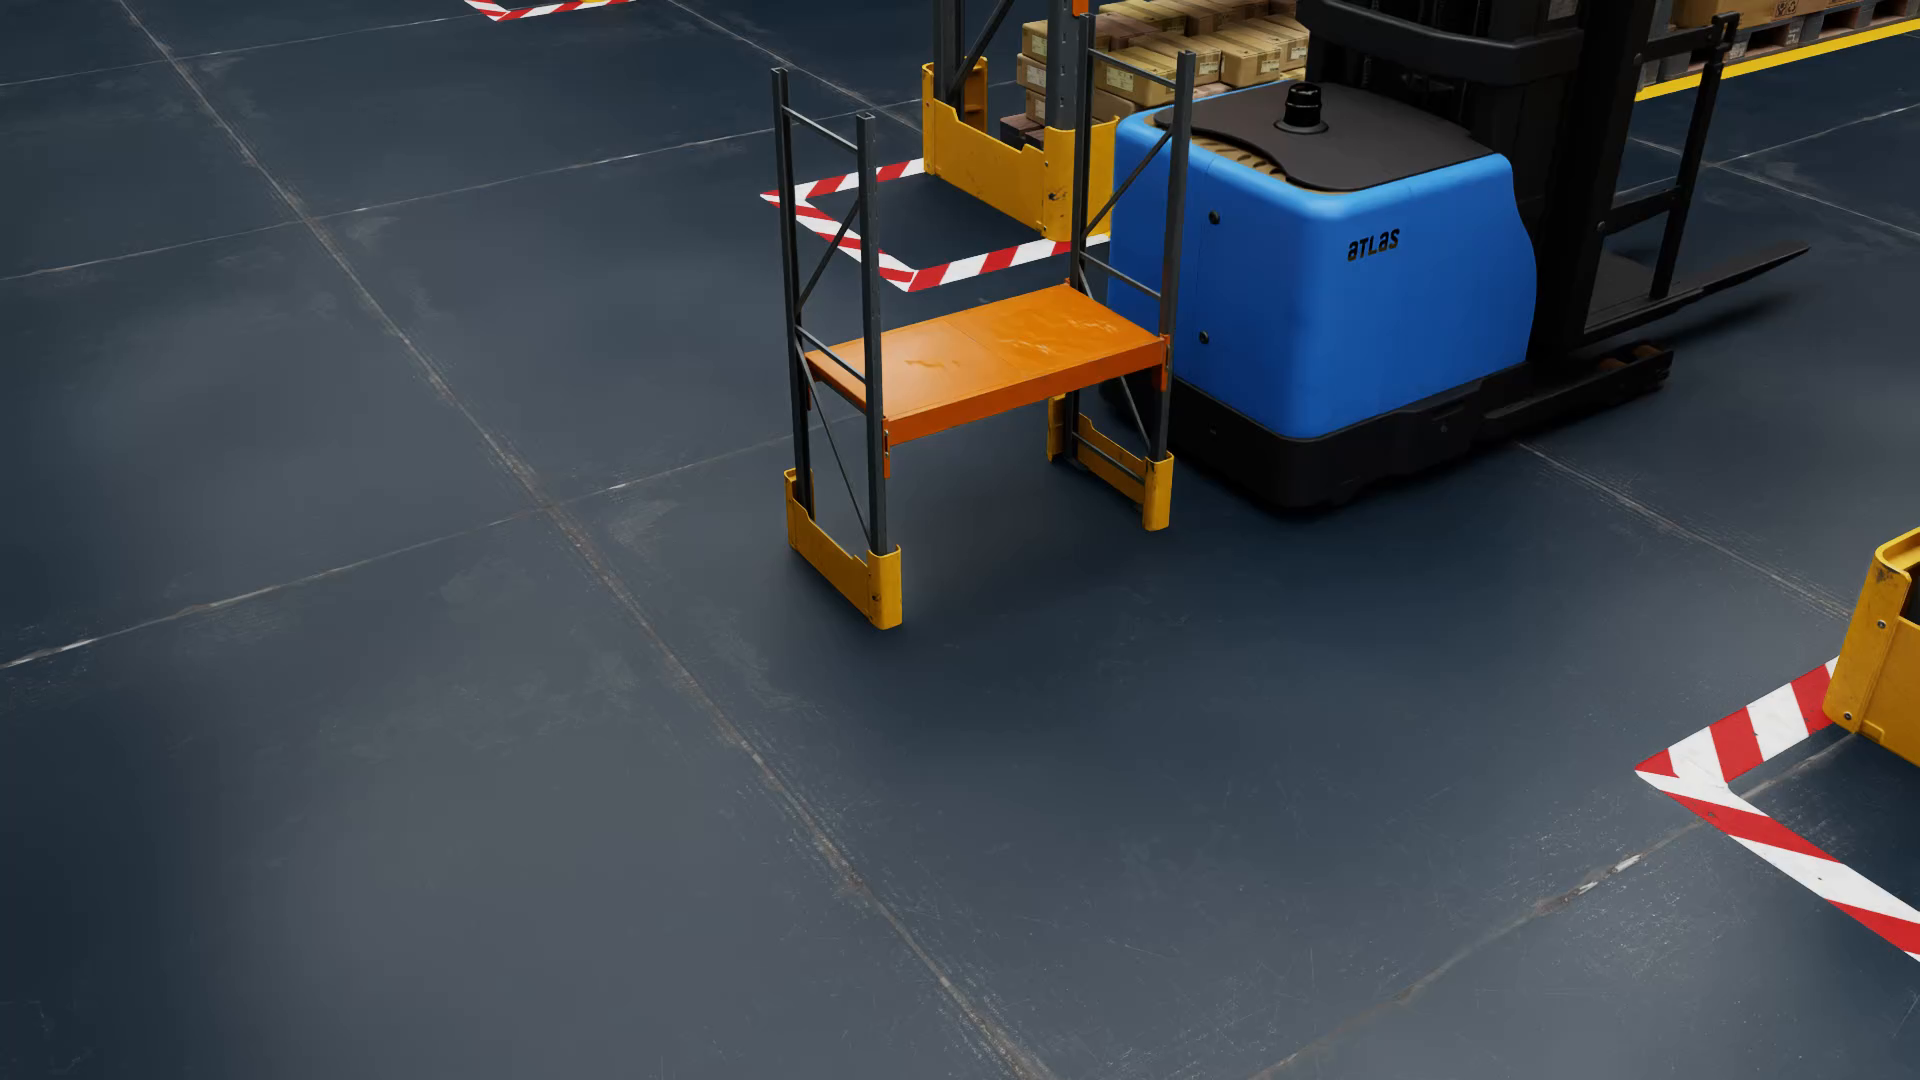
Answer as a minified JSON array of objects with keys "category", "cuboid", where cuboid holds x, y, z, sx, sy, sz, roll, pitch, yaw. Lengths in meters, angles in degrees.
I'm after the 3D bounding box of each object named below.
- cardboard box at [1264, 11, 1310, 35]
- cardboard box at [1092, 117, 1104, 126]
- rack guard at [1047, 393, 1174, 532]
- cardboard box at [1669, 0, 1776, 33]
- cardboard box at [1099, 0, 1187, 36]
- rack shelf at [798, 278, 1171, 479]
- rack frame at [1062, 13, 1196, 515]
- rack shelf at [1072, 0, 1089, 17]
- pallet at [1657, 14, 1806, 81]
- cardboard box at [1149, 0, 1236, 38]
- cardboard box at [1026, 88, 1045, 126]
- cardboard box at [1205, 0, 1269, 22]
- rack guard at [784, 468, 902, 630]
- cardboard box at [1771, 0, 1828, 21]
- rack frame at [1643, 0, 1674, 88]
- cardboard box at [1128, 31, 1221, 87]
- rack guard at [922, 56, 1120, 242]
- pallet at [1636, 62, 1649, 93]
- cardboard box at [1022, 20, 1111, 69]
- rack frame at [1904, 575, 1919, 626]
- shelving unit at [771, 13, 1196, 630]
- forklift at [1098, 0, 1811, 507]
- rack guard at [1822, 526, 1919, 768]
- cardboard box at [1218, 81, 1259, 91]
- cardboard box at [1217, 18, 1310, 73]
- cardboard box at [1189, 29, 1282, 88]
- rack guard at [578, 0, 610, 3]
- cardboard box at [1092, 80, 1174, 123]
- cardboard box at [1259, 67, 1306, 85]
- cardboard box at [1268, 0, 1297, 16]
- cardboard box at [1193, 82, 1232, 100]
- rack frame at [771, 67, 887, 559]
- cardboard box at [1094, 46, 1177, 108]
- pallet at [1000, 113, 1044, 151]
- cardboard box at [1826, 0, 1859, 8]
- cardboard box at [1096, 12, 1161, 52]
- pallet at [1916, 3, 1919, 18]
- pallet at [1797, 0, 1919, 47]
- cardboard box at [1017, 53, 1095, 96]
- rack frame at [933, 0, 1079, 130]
[{"category":"cardboard box","cuboid":[1.668,-2.413,7.985,0.250,0.149,0.380,-17,36,-25]},{"category":"cardboard box","cuboid":[0.807,-1.836,7.628,0.250,0.149,0.380,-18,37,-26]},{"category":"rack guard","cuboid":[0.483,-0.272,5.446,0.087,0.250,0.587,-19,37,-27]},{"category":"cardboard box","cuboid":[4.320,-3.228,9.505,0.500,0.500,0.500,-17,36,-25]},{"category":"cardboard box","cuboid":[0.892,-2.526,8.163,0.250,0.149,0.380,-20,37,-28]},{"category":"rack shelf","cuboid":[0.072,-0.507,4.985,1.000,0.185,0.538,-19,37,-27]},{"category":"rack frame","cuboid":[0.499,-0.806,5.122,0.032,1.500,0.500,-19,37,-27]},{"category":"rack shelf","cuboid":[1.875,-3.131,8.076,4.000,0.370,1.077,-19,37,-27]},{"category":"pallet","cuboid":[4.209,-3.059,9.902,1.213,0.211,1.003,-19,37,-27]},{"category":"cardboard box","cuboid":[1.144,-2.572,8.237,0.250,0.149,0.380,-21,38,-29]},{"category":"cardboard box","cuboid":[0.523,-2.074,8.005,0.250,0.149,0.380,-18,37,-26]},{"category":"cardboard box","cuboid":[1.340,-2.675,8.399,0.250,0.149,0.380,-18,36,-26]},{"category":"rack guard","cuboid":[-0.354,0.016,4.990,0.087,0.250,0.587,-19,37,-27]},{"category":"cardboard box","cuboid":[4.764,-3.382,9.749,0.500,0.500,0.500,-17,36,-25]},{"category":"rack frame","cuboid":[3.556,-4.013,8.800,0.127,3.000,1.000,-19,37,-27]},{"category":"cardboard box","cuboid":[0.985,-2.213,7.667,0.250,0.149,0.380,-18,37,-26]},{"category":"rack guard","cuboid":[0.258,-1.821,7.669,0.348,0.500,1.175,-19,37,-27]},{"category":"pallet","cuboid":[3.010,-2.624,9.211,1.213,0.211,1.003,-19,37,-27]},{"category":"cardboard box","cuboid":[0.501,-2.347,7.880,0.250,0.149,0.380,-19,37,-27]},{"category":"rack frame","cuboid":[2.796,-0.603,3.395,0.127,3.000,1.000,-19,37,-27]},{"category":"shelving unit","cuboid":[0.064,-0.656,4.885,1.083,1.500,0.587,-19,37,-27]},{"category":"forklift","cuboid":[2.003,-1.942,5.582,3.031,2.935,1.130,-20,37,-28]},{"category":"rack guard","cuboid":[2.776,0.461,4.051,0.348,0.500,1.175,-19,37,-27]},{"category":"cardboard box","cuboid":[1.192,-2.155,7.854,0.250,0.149,0.380,-18,37,-27]},{"category":"cardboard box","cuboid":[1.429,-2.337,7.864,0.250,0.149,0.380,-21,38,-30]},{"category":"cardboard box","cuboid":[1.266,-2.228,7.692,0.250,0.149,0.380,-19,37,-27]},{"category":"rack guard","cuboid":[-2.593,-3.983,11.096,0.348,0.500,1.175,-19,37,-27]},{"category":"cardboard box","cuboid":[0.773,-1.991,7.594,0.250,0.149,0.380,-17,36,-25]},{"category":"cardboard box","cuboid":[1.466,-2.180,7.895,0.250,0.149,0.380,-18,36,-26]},{"category":"cardboard box","cuboid":[1.622,-2.701,8.441,0.250,0.149,0.380,-20,38,-29]},{"category":"cardboard box","cuboid":[1.034,-2.045,7.679,0.250,0.149,0.380,-19,37,-27]},{"category":"rack frame","cuboid":[-0.356,-0.512,4.656,0.032,1.500,0.500,-19,37,-27]},{"category":"cardboard box","cuboid":[0.818,-2.079,7.456,0.250,0.149,0.380,-21,38,-29]},{"category":"pallet","cuboid":[0.960,-1.918,8.093,1.213,0.211,1.003,-19,37,-27]},{"category":"cardboard box","cuboid":[5.197,-3.539,9.998,0.500,0.500,0.500,-18,37,-26]},{"category":"cardboard box","cuboid":[0.744,-2.394,7.954,0.250,0.149,0.380,-18,37,-26]},{"category":"pallet","cuboid":[6.260,-3.765,11.020,1.213,0.211,1.003,-19,37,-27]},{"category":"pallet","cuboid":[5.236,-3.414,10.464,1.213,0.211,1.003,-19,37,-27]},{"category":"cardboard box","cuboid":[0.483,-2.235,7.981,0.250,0.149,0.380,-20,37,-29]},{"category":"rack frame","cuboid":[0.194,-2.857,6.967,0.127,3.000,1.000,-19,37,-27]}]
